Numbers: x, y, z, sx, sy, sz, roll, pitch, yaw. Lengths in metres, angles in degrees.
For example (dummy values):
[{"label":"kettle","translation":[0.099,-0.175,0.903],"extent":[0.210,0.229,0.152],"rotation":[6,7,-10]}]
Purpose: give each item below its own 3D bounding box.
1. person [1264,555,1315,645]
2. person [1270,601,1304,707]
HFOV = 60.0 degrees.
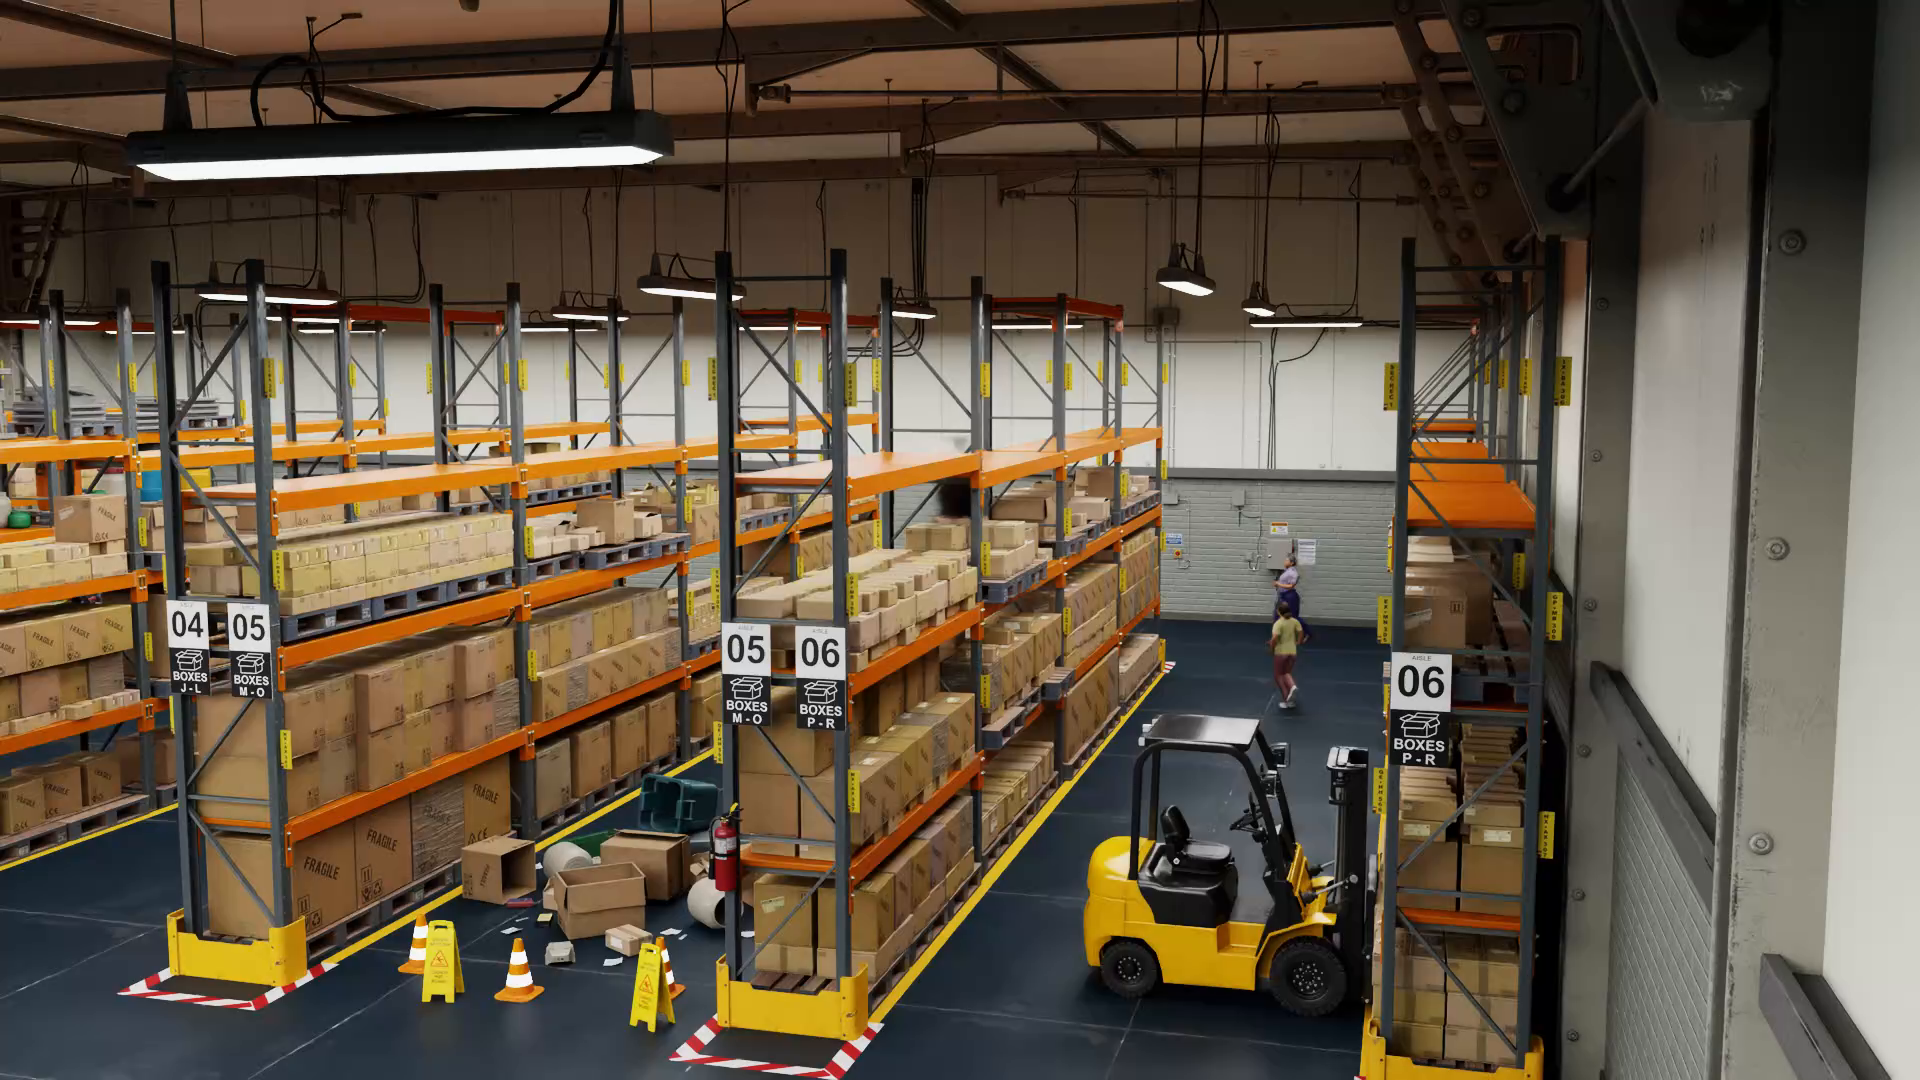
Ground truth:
[{"label":"person","translation":[6.049,1.113,30.508],"extent":[0.910,1.653,0.612],"rotation":[0,6,-4]},{"label":"person","translation":[4.930,1.736,24.982],"extent":[0.579,1.611,0.558],"rotation":[-2,6,-19]}]
